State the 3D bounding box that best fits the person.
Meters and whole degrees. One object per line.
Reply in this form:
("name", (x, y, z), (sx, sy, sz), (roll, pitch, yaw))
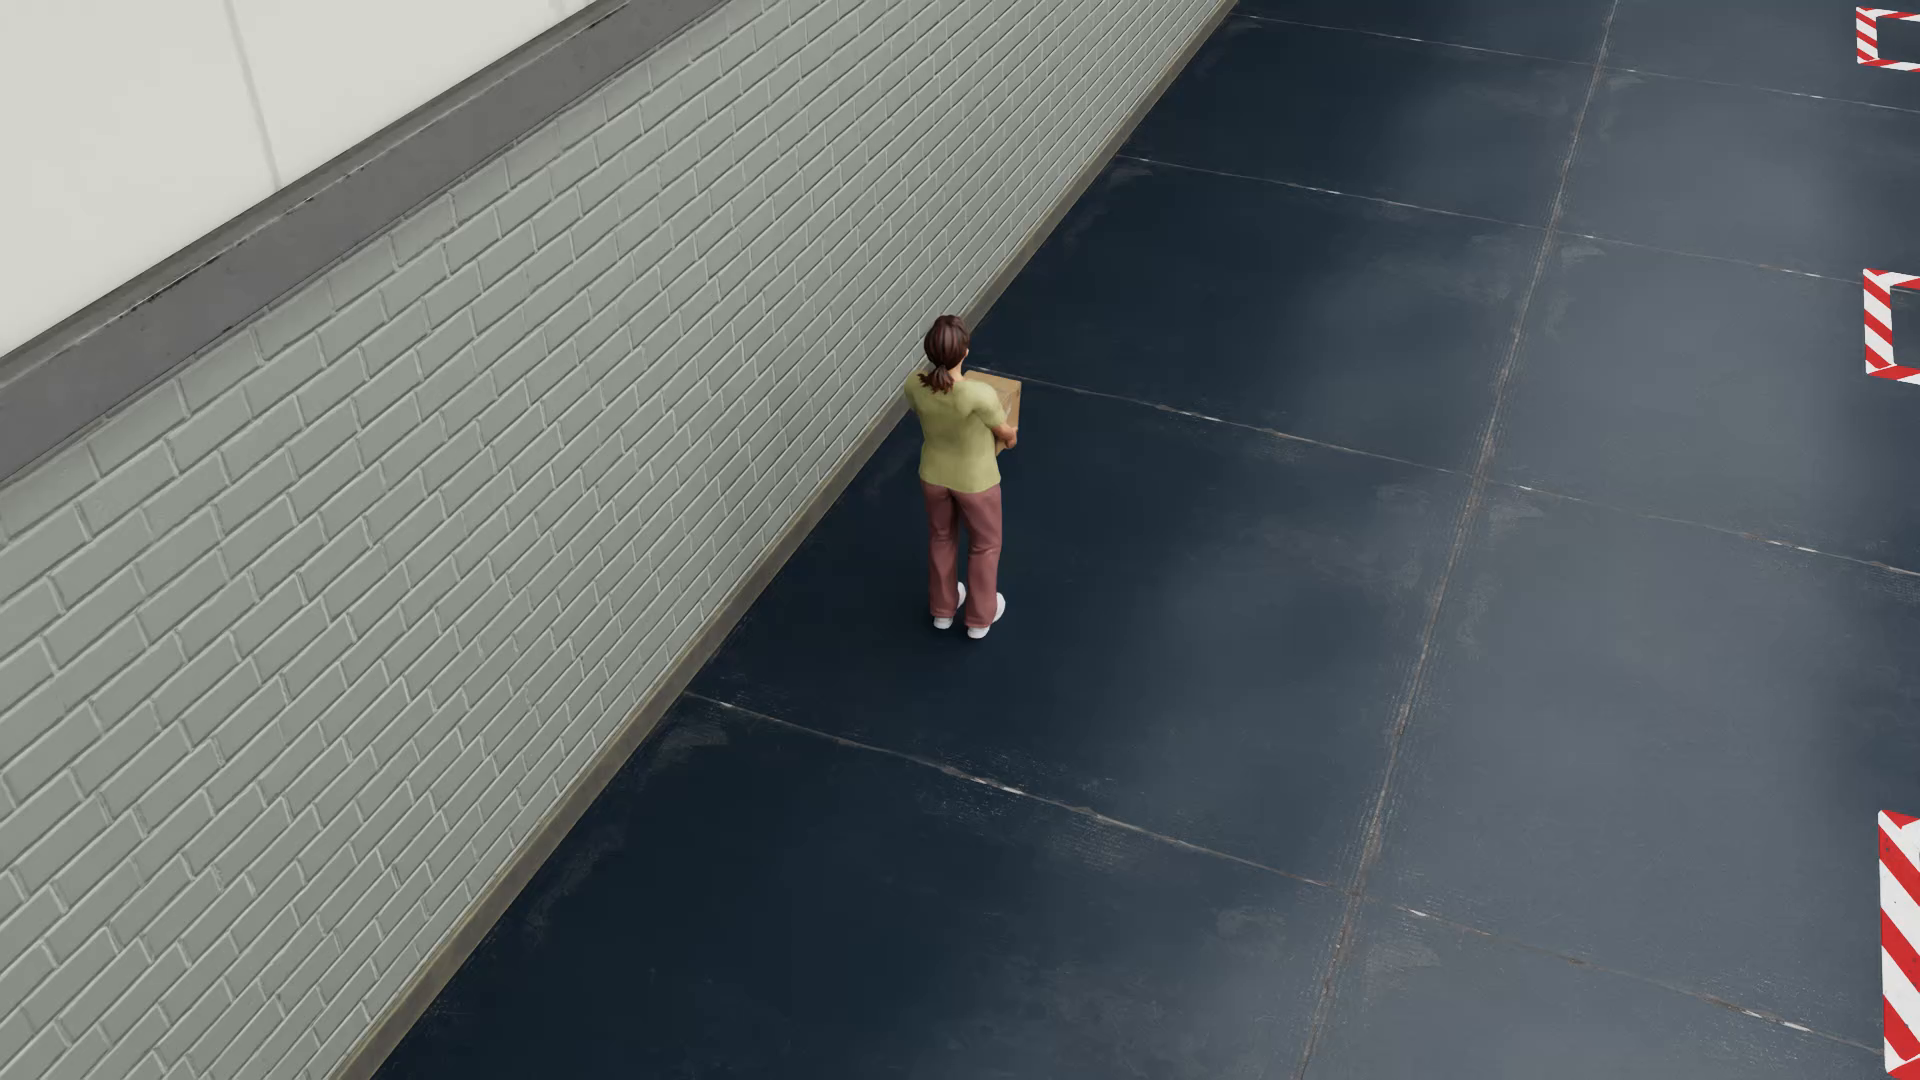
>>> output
("person", (0.012, -0.296, 7.212), (0.427, 1.662, 0.559), (14, 40, 18))
